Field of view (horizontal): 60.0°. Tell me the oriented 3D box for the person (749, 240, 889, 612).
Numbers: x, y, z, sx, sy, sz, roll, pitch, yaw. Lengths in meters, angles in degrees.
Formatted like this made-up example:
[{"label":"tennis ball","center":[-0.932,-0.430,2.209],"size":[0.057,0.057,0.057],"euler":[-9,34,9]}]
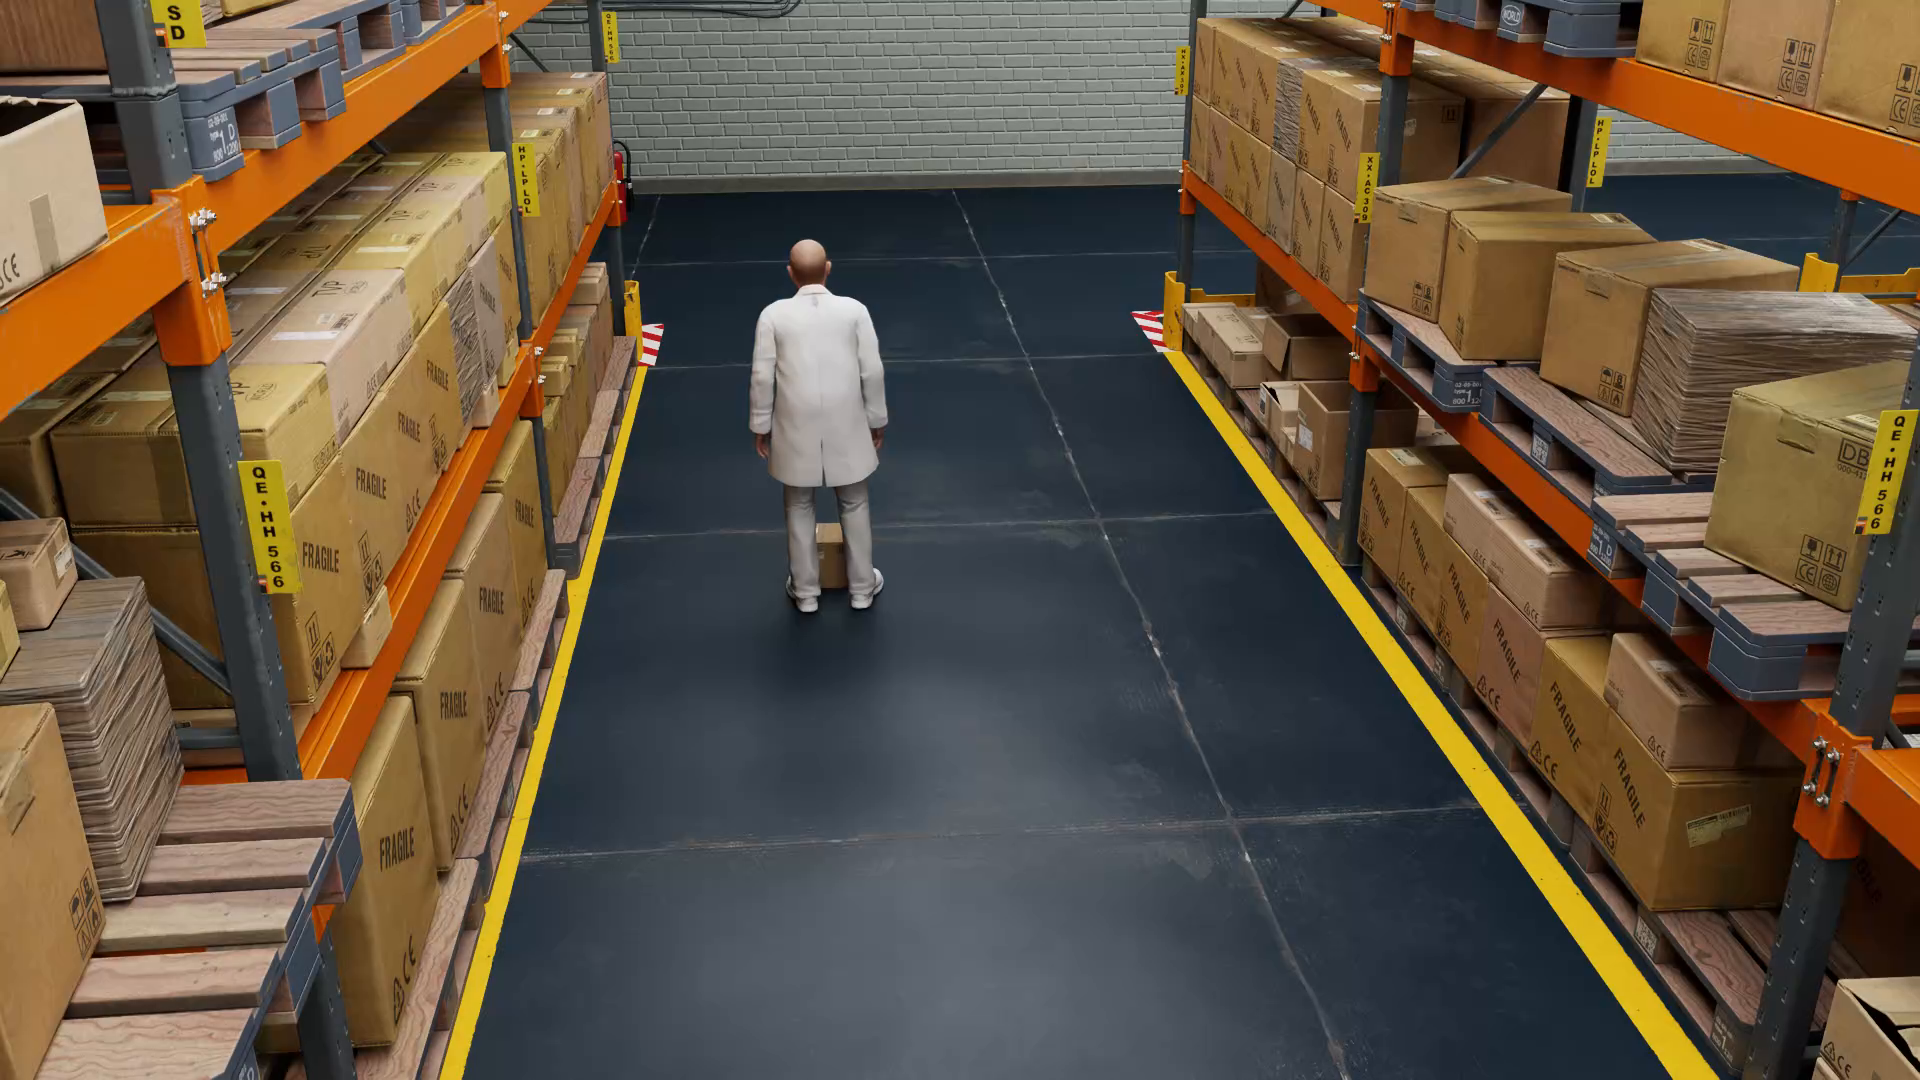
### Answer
[{"label":"person","center":[-0.662,-0.523,7.827],"size":[0.655,1.774,0.416],"euler":[-3,24,-7]}]
